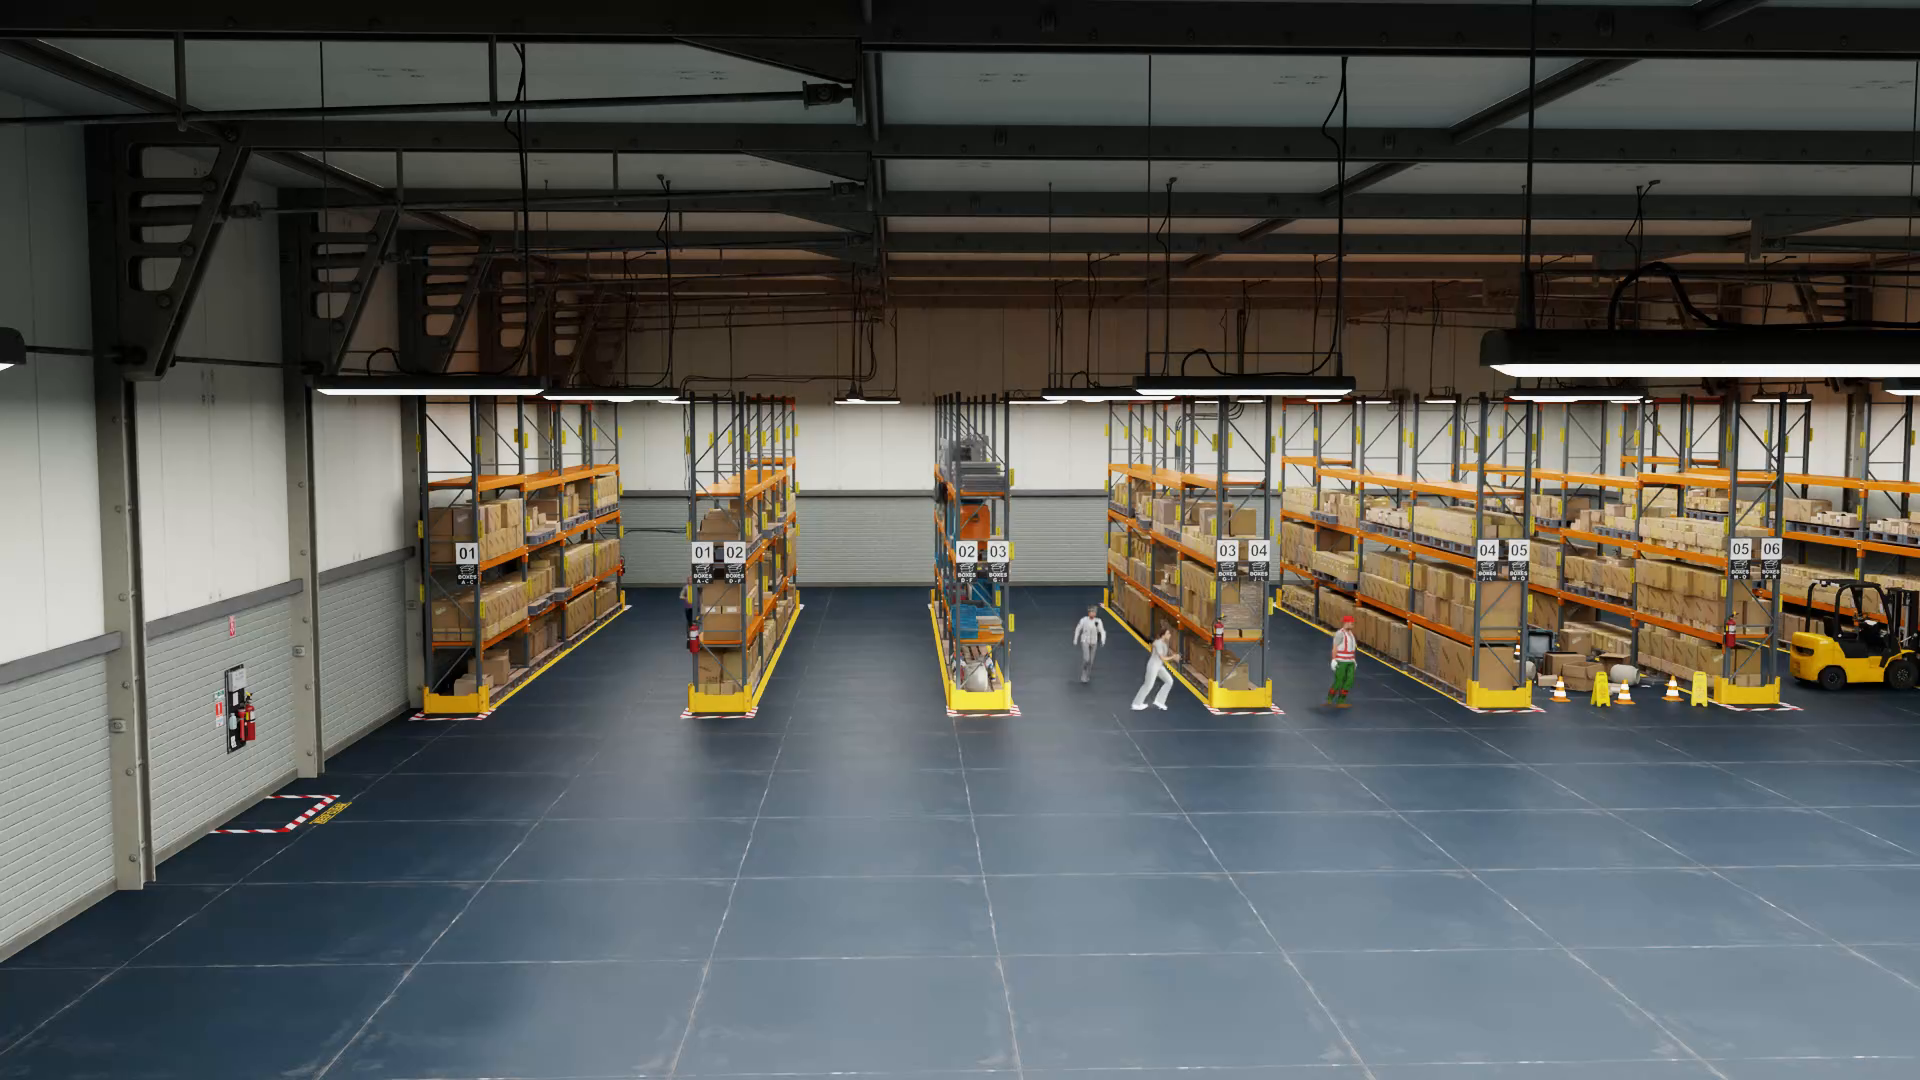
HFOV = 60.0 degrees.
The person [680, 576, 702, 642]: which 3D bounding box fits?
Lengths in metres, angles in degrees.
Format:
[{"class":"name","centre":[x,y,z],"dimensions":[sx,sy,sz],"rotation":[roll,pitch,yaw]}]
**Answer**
[{"class":"person","centre":[-6.535,1.663,40.416],"dimensions":[0.513,1.609,0.861],"rotation":[0,5,-2]}]

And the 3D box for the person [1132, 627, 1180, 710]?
[{"class":"person","centre":[3.696,2.421,31.273],"dimensions":[0.921,1.603,0.565],"rotation":[2,5,21]}]

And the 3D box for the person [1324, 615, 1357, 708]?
[{"class":"person","centre":[7.233,2.312,31.594],"dimensions":[0.655,1.759,0.475],"rotation":[-4,6,-43]}]

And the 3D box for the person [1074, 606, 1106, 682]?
[{"class":"person","centre":[2.717,2.146,34.357],"dimensions":[0.567,1.621,0.787],"rotation":[-1,5,-13]}]
